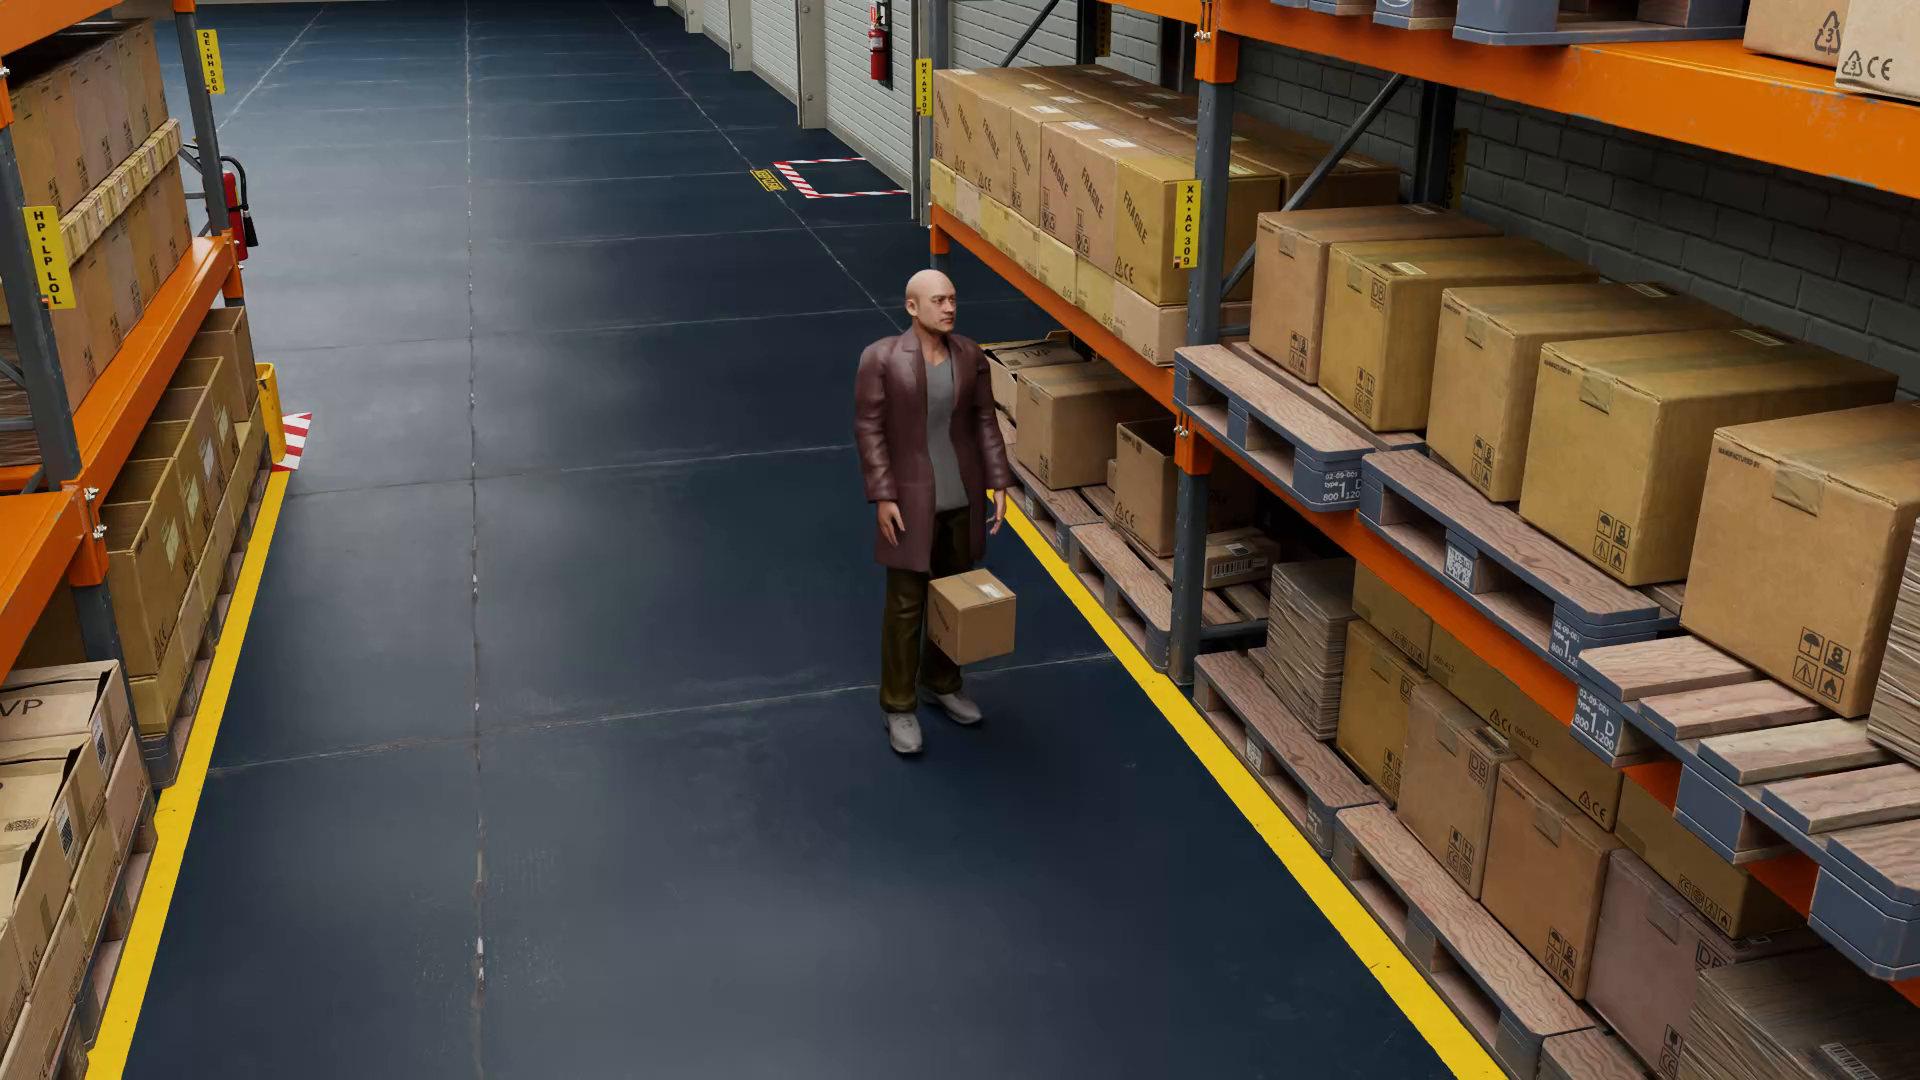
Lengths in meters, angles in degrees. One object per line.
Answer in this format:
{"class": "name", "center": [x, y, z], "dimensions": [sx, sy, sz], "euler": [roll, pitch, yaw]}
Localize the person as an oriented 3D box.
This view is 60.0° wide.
{"class": "person", "center": [-0.064, -0.121, 6.381], "dimensions": [0.695, 1.776, 0.582], "euler": [-11, 25, -25]}
